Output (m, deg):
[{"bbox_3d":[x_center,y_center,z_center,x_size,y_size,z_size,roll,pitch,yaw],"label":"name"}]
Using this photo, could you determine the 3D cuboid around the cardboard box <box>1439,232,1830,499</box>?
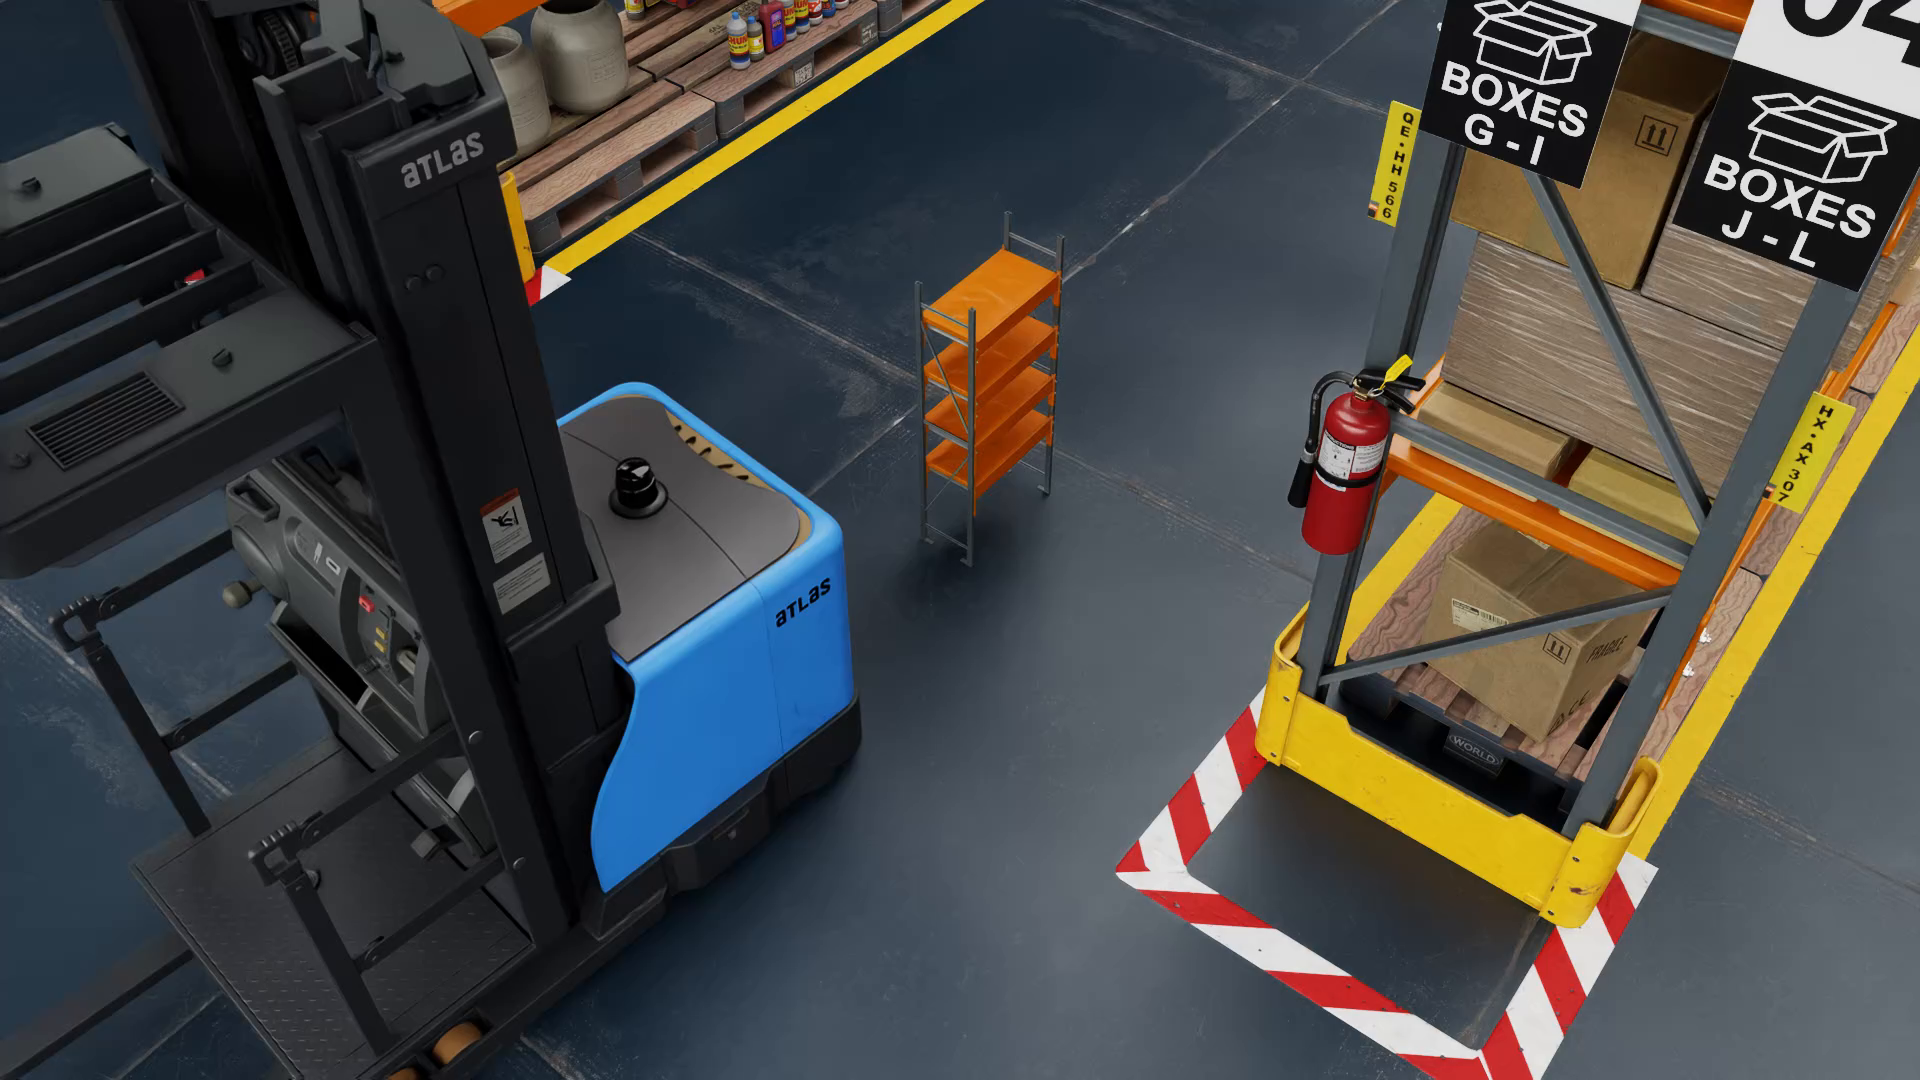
[{"bbox_3d":[1.843,-0.576,4.451,0.875,0.500,0.500,29,53,25],"label":"cardboard box"}]

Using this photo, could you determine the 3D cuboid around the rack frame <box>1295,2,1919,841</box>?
[{"bbox_3d":[1.485,-0.136,4.305,1.000,3.000,0.127,29,53,25],"label":"rack frame"}]

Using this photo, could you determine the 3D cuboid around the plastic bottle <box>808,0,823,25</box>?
[{"bbox_3d":[-0.748,-2.721,8.406,0.097,0.201,0.097,0,46,0],"label":"plastic bottle"}]

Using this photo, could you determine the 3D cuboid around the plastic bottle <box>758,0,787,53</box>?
[{"bbox_3d":[-0.926,-2.560,8.196,0.061,0.283,0.133,30,53,26],"label":"plastic bottle"}]

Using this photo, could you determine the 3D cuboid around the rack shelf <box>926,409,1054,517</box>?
[{"bbox_3d":[0.101,-0.326,6.099,0.258,0.148,0.480,29,53,25],"label":"rack shelf"}]

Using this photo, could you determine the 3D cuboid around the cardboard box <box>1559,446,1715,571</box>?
[{"bbox_3d":[1.848,-0.107,4.451,0.380,0.149,0.250,29,53,25],"label":"cardboard box"}]

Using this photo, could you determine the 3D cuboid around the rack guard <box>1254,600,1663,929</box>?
[{"bbox_3d":[1.532,0.684,5.251,1.175,0.500,0.348,29,53,25],"label":"rack guard"}]

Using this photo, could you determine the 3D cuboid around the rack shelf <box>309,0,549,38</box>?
[{"bbox_3d":[-1.211,-3.222,7.750,1.077,0.370,4.000,29,53,25],"label":"rack shelf"}]

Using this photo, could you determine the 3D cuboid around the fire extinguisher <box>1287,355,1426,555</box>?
[{"bbox_3d":[1.050,-0.247,4.465,0.296,0.674,0.183,29,53,25],"label":"fire extinguisher"}]

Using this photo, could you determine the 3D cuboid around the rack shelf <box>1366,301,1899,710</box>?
[{"bbox_3d":[2.708,-1.032,5.659,1.077,0.370,4.000,29,53,25],"label":"rack shelf"}]

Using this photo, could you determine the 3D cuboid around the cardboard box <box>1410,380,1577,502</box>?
[{"bbox_3d":[1.496,-0.303,4.639,0.380,0.149,0.250,29,53,25],"label":"cardboard box"}]

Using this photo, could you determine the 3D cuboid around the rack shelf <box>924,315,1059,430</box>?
[{"bbox_3d":[0.101,-0.617,5.794,0.258,0.148,0.480,29,53,25],"label":"rack shelf"}]

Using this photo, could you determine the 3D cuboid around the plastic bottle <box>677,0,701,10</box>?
[{"bbox_3d":[-1.398,-2.869,8.491,0.061,0.283,0.133,29,53,25],"label":"plastic bottle"}]

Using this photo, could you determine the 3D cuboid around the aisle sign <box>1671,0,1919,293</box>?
[{"bbox_3d":[1.685,-0.866,3.205,0.394,0.787,0.004,29,53,25],"label":"aisle sign"}]

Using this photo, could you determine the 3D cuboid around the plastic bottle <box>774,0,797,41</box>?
[{"bbox_3d":[-0.870,-2.631,8.271,0.097,0.271,0.097,0,46,0],"label":"plastic bottle"}]

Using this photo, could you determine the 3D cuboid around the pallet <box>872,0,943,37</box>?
[{"bbox_3d":[-0.432,-3.285,9.242,1.003,0.211,1.213,29,53,25],"label":"pallet"}]

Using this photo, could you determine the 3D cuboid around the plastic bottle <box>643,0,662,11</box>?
[{"bbox_3d":[-1.601,-2.859,8.481,0.061,0.283,0.133,30,53,26],"label":"plastic bottle"}]

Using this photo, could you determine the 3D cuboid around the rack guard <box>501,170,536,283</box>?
[{"bbox_3d":[-2.425,-1.526,7.362,1.175,0.500,0.348,29,53,25],"label":"rack guard"}]

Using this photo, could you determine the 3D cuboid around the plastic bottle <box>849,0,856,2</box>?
[{"bbox_3d":[-0.572,-2.944,8.567,0.152,0.276,0.135,30,53,26],"label":"plastic bottle"}]

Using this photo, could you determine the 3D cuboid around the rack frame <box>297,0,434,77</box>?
[{"bbox_3d":[-2.434,-2.326,6.397,1.000,3.000,0.127,29,53,25],"label":"rack frame"}]

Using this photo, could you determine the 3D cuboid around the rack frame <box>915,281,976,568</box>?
[{"bbox_3d":[-0.048,-0.370,5.773,0.240,1.200,0.015,29,53,25],"label":"rack frame"}]

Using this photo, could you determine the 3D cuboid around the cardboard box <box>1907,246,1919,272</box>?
[{"bbox_3d":[2.348,-1.096,4.256,0.500,0.500,0.500,29,53,25],"label":"cardboard box"}]

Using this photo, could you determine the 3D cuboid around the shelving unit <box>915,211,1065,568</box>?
[{"bbox_3d":[0.101,-0.509,5.907,0.258,1.200,0.503,29,53,25],"label":"shelving unit"}]

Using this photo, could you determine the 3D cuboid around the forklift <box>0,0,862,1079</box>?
[{"bbox_3d":[-1.715,0.208,4.025,1.130,2.935,3.031,35,56,29],"label":"forklift"}]

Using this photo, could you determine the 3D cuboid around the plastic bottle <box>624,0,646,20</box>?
[{"bbox_3d":[-1.658,-2.756,8.439,0.097,0.201,0.097,0,46,0],"label":"plastic bottle"}]

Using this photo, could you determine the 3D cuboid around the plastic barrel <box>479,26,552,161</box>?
[{"bbox_3d":[-2.092,-2.022,7.537,0.421,0.512,0.421,0,46,0],"label":"plastic barrel"}]

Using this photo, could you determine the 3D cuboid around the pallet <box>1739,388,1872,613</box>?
[{"bbox_3d":[2.803,-0.360,6.448,1.003,0.211,1.213,29,53,25],"label":"pallet"}]

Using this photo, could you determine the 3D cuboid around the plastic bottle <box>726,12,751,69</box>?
[{"bbox_3d":[-1.079,-2.435,8.084,0.097,0.271,0.097,0,46,0],"label":"plastic bottle"}]

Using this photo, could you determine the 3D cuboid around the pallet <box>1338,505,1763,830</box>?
[{"bbox_3d":[2.056,0.335,5.784,1.003,0.211,1.213,29,53,25],"label":"pallet"}]

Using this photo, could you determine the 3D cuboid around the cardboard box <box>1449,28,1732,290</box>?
[{"bbox_3d":[1.626,-1.043,4.205,0.500,0.500,0.500,29,53,25],"label":"cardboard box"}]

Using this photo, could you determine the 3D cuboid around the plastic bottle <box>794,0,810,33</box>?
[{"bbox_3d":[-0.808,-2.688,8.326,0.097,0.271,0.097,0,46,0],"label":"plastic bottle"}]

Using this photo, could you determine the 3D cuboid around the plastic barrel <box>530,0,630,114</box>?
[{"bbox_3d":[-1.786,-2.308,7.811,0.421,0.512,0.421,0,46,0],"label":"plastic barrel"}]

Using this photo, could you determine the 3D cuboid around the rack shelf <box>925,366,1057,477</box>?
[{"bbox_3d":[0.101,-0.463,5.955,0.258,0.148,0.480,29,53,25],"label":"rack shelf"}]

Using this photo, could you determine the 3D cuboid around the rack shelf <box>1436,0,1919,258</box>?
[{"bbox_3d":[2.708,-2.068,4.574,1.077,0.370,4.000,29,53,25],"label":"rack shelf"}]

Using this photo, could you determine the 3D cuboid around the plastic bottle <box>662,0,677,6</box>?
[{"bbox_3d":[-1.483,-2.914,8.538,0.152,0.276,0.135,30,53,25],"label":"plastic bottle"}]

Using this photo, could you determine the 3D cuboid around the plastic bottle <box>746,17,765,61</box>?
[{"bbox_3d":[-1.016,-2.470,8.166,0.097,0.201,0.097,0,46,0],"label":"plastic bottle"}]

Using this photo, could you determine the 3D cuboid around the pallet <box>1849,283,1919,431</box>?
[{"bbox_3d":[3.548,-1.062,7.118,1.003,0.211,1.213,29,53,25],"label":"pallet"}]

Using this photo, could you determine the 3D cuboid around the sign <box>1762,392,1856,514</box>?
[{"bbox_3d":[1.915,-0.195,3.763,0.100,0.325,0.005,29,53,25],"label":"sign"}]

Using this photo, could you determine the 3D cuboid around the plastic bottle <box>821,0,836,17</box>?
[{"bbox_3d":[-0.685,-2.804,8.437,0.097,0.271,0.097,0,46,0],"label":"plastic bottle"}]

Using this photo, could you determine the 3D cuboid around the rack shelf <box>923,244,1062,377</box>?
[{"bbox_3d":[0.101,-0.781,5.622,0.258,0.148,0.480,29,53,25],"label":"rack shelf"}]

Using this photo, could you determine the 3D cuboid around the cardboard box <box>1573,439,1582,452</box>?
[{"bbox_3d":[1.649,-0.446,4.776,0.380,0.149,0.250,29,53,25],"label":"cardboard box"}]

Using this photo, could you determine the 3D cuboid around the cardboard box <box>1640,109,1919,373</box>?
[{"bbox_3d":[2.037,-0.813,3.986,0.500,0.500,0.500,29,53,25],"label":"cardboard box"}]

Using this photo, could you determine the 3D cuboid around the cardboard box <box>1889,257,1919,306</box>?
[{"bbox_3d":[2.842,-0.922,5.230,0.380,0.149,0.250,29,53,25],"label":"cardboard box"}]

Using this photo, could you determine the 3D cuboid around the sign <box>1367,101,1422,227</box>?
[{"bbox_3d":[1.058,-0.902,4.018,0.100,0.325,0.005,29,53,25],"label":"sign"}]

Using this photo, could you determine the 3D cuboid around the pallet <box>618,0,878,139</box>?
[{"bbox_3d":[-1.178,-2.584,8.573,1.003,0.211,1.213,29,53,25],"label":"pallet"}]

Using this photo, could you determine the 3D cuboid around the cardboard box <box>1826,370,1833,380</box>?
[{"bbox_3d":[2.476,-0.670,4.989,0.380,0.149,0.250,29,53,25],"label":"cardboard box"}]

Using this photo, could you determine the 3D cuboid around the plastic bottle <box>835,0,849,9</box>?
[{"bbox_3d":[-0.622,-2.838,8.518,0.097,0.201,0.097,0,46,0],"label":"plastic bottle"}]

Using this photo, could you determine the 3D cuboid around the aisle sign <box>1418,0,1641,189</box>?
[{"bbox_3d":[1.210,-1.131,3.458,0.394,0.787,0.004,29,53,25],"label":"aisle sign"}]

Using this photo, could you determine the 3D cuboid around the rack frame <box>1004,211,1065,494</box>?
[{"bbox_3d":[0.250,-0.649,6.040,0.240,1.200,0.015,29,53,25],"label":"rack frame"}]

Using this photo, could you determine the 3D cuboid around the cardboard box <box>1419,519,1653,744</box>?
[{"bbox_3d":[1.880,0.233,5.392,0.500,0.500,0.500,-33,54,-27],"label":"cardboard box"}]

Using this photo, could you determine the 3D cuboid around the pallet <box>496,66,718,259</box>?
[{"bbox_3d":[-1.924,-1.889,7.909,1.003,0.211,1.213,29,53,25],"label":"pallet"}]
